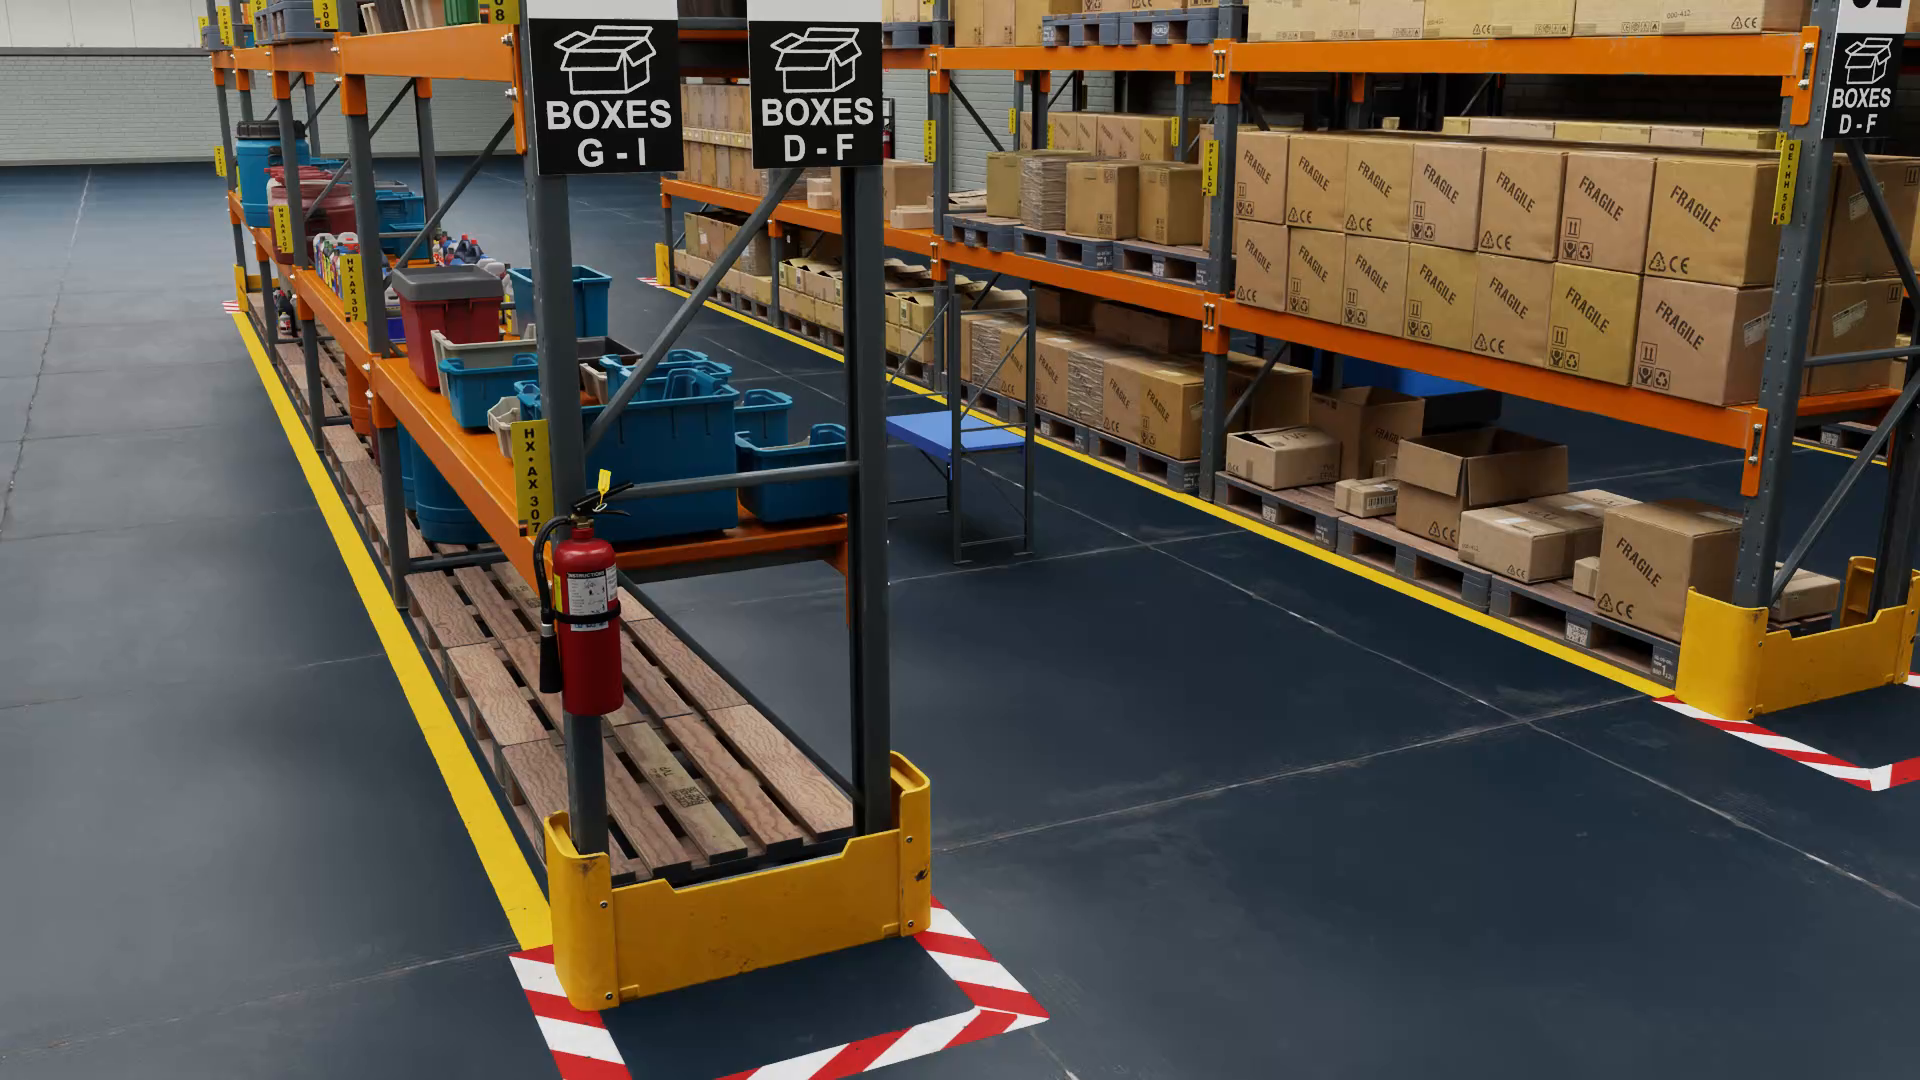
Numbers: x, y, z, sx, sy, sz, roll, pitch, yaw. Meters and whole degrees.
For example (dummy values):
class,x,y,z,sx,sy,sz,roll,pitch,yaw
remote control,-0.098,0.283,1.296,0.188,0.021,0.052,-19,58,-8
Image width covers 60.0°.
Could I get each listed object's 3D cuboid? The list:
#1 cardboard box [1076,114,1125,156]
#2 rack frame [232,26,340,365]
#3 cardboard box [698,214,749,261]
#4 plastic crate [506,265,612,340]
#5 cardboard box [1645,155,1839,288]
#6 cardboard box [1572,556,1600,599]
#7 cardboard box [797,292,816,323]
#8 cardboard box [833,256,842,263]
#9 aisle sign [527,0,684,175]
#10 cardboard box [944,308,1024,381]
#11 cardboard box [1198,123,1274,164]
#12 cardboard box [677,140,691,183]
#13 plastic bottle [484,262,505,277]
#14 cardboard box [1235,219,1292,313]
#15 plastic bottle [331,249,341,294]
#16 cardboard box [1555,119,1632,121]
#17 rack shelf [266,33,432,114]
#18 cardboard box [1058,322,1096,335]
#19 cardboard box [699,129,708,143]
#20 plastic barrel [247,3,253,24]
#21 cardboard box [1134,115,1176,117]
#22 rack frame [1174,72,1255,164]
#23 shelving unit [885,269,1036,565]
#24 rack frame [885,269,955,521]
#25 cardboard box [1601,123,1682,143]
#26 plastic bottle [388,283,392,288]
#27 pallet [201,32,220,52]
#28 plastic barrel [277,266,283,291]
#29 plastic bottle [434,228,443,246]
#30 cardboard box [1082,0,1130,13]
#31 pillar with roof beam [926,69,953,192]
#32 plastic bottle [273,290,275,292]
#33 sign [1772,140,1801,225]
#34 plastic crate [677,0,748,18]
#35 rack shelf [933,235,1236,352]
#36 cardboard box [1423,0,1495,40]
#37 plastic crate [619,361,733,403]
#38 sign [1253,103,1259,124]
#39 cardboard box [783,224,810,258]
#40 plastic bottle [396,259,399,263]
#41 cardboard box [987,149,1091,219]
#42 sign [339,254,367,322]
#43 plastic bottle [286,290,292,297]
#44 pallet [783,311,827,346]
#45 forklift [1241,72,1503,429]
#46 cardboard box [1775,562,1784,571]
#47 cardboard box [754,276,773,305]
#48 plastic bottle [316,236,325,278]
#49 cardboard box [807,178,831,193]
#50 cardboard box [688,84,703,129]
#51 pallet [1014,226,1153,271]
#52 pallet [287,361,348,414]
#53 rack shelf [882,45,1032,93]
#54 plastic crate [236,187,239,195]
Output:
class,x,y,z,sx,sy,sz,roll,pitch,yaw
cardboard box,1.805,-5.091,20.928,0.500,0.500,0.500,-7,17,-23
rack frame,-5.953,-3.138,15.246,1.000,3.000,0.127,-8,18,-25
cardboard box,-2.764,-3.562,19.588,0.500,0.500,0.500,-8,18,-25
plastic crate,-1.937,-1.101,8.068,0.392,0.384,0.575,-8,18,-25
cardboard box,3.317,-1.366,7.077,0.500,0.500,0.500,-8,18,-25
cardboard box,3.203,0.174,8.044,0.380,0.166,0.250,-8,18,-25
cardboard box,-1.322,-2.359,16.755,0.500,0.250,0.500,-7,18,-24
cardboard box,-1.063,-2.819,17.344,0.500,0.311,0.500,-8,18,-25
aisle sign,-0.927,-1.358,4.333,0.394,0.787,0.004,-8,18,-25
cardboard box,0.197,-1.606,13.643,0.500,0.500,0.500,-7,17,-23
cardboard box,3.145,-4.464,18.889,0.700,0.500,0.500,-8,18,-25
cardboard box,-3.058,-4.658,20.362,0.700,0.500,0.500,-8,18,-25
plastic bottle,-2.714,-1.485,9.711,0.152,0.276,0.135,-8,18,-25
cardboard box,1.985,-1.640,9.847,0.500,0.500,0.500,-7,17,-23
plastic bottle,-3.870,-1.676,10.387,0.097,0.271,0.097,0,16,0
cardboard box,5.583,-3.566,14.624,0.500,0.250,0.500,-8,18,-26
rack shelf,-3.324,-2.746,9.747,1.077,0.370,4.000,-8,18,-25
cardboard box,1.101,-1.421,13.000,0.500,0.500,0.500,-8,18,-27
cardboard box,-2.819,-4.708,19.361,0.380,0.149,0.250,-8,18,-27
plastic barrel,-7.091,-5.596,17.273,0.600,0.588,0.600,0,16,0
cardboard box,2.498,-5.027,20.708,0.500,0.500,0.500,-7,17,-23
rack frame,2.953,-4.335,19.418,1.000,3.000,0.127,-8,18,-25
shelving unit,-0.037,-0.742,9.617,0.538,1.500,1.048,-8,18,-25
rack frame,-0.260,-0.868,10.057,0.500,1.500,0.032,-8,18,-25
cardboard box,5.584,-3.252,13.527,0.500,0.250,0.500,-7,18,-24
plastic bottle,-3.071,-1.244,8.871,0.152,0.276,0.135,-8,18,-25
pallet,-7.431,-5.263,17.559,1.003,0.211,1.213,-8,18,-25
plastic barrel,-7.348,-2.981,18.451,0.421,0.512,0.421,0,16,0
plastic bottle,-3.640,-2.041,11.636,0.061,0.283,0.133,-8,18,-25
cardboard box,1.265,-3.956,11.535,0.600,0.600,0.600,-8,18,-27
pillar with roof beam,-4.214,-9.109,25.178,9.100,9.000,0.400,-8,18,-25
plastic bottle,-6.908,-2.382,16.762,0.097,0.271,0.097,0,16,0
sign,3.251,-1.406,6.540,0.100,0.325,0.005,-8,18,-25
plastic crate,-0.614,-1.670,4.932,0.497,0.269,0.590,-8,18,-25
rack shelf,1.130,-1.902,12.244,1.077,0.370,4.000,-8,18,-25
cardboard box,2.652,-2.599,8.202,0.500,0.250,0.500,-8,18,-25
plastic crate,-1.085,-0.538,6.382,0.416,0.233,0.300,-8,18,-25
sign,3.450,-4.959,19.495,0.100,0.325,0.005,-8,18,-25
cardboard box,-1.646,-3.252,18.508,0.500,0.500,0.500,-8,18,-25
plastic bottle,-3.096,-1.382,9.217,0.144,0.351,0.185,-8,18,-25
cardboard box,0.631,-2.851,13.304,0.500,0.500,0.700,15,22,42
sign,-2.943,-1.221,8.065,0.100,0.325,0.005,-8,18,-25
plastic bottle,-6.692,-2.350,16.628,0.061,0.283,0.133,-8,18,-25
pallet,-1.141,-2.217,17.093,1.003,0.211,1.213,-8,18,-25
forklift,3.031,-2.579,13.424,1.130,2.935,3.031,-8,18,-26
cardboard box,3.775,0.183,8.013,0.380,0.166,0.250,-8,18,-25
cardboard box,-1.898,-2.704,17.959,0.500,0.250,0.500,-8,18,-25
plastic bottle,-4.275,-1.905,11.186,0.097,0.271,0.097,0,16,0
cardboard box,-1.243,-3.546,16.942,0.500,0.250,0.500,-6,17,-21
cardboard box,-2.799,-5.139,19.686,0.700,0.500,0.500,-8,18,-26
pallet,1.110,-2.169,12.221,1.003,0.211,1.213,-8,18,-25
pallet,-5.035,-1.304,13.913,1.003,0.211,1.213,-8,18,-25
rack shelf,-0.622,-4.335,15.286,1.077,0.370,4.000,-8,18,-25
plastic crate,-7.602,-3.742,17.830,0.298,0.136,0.250,-8,18,-25
